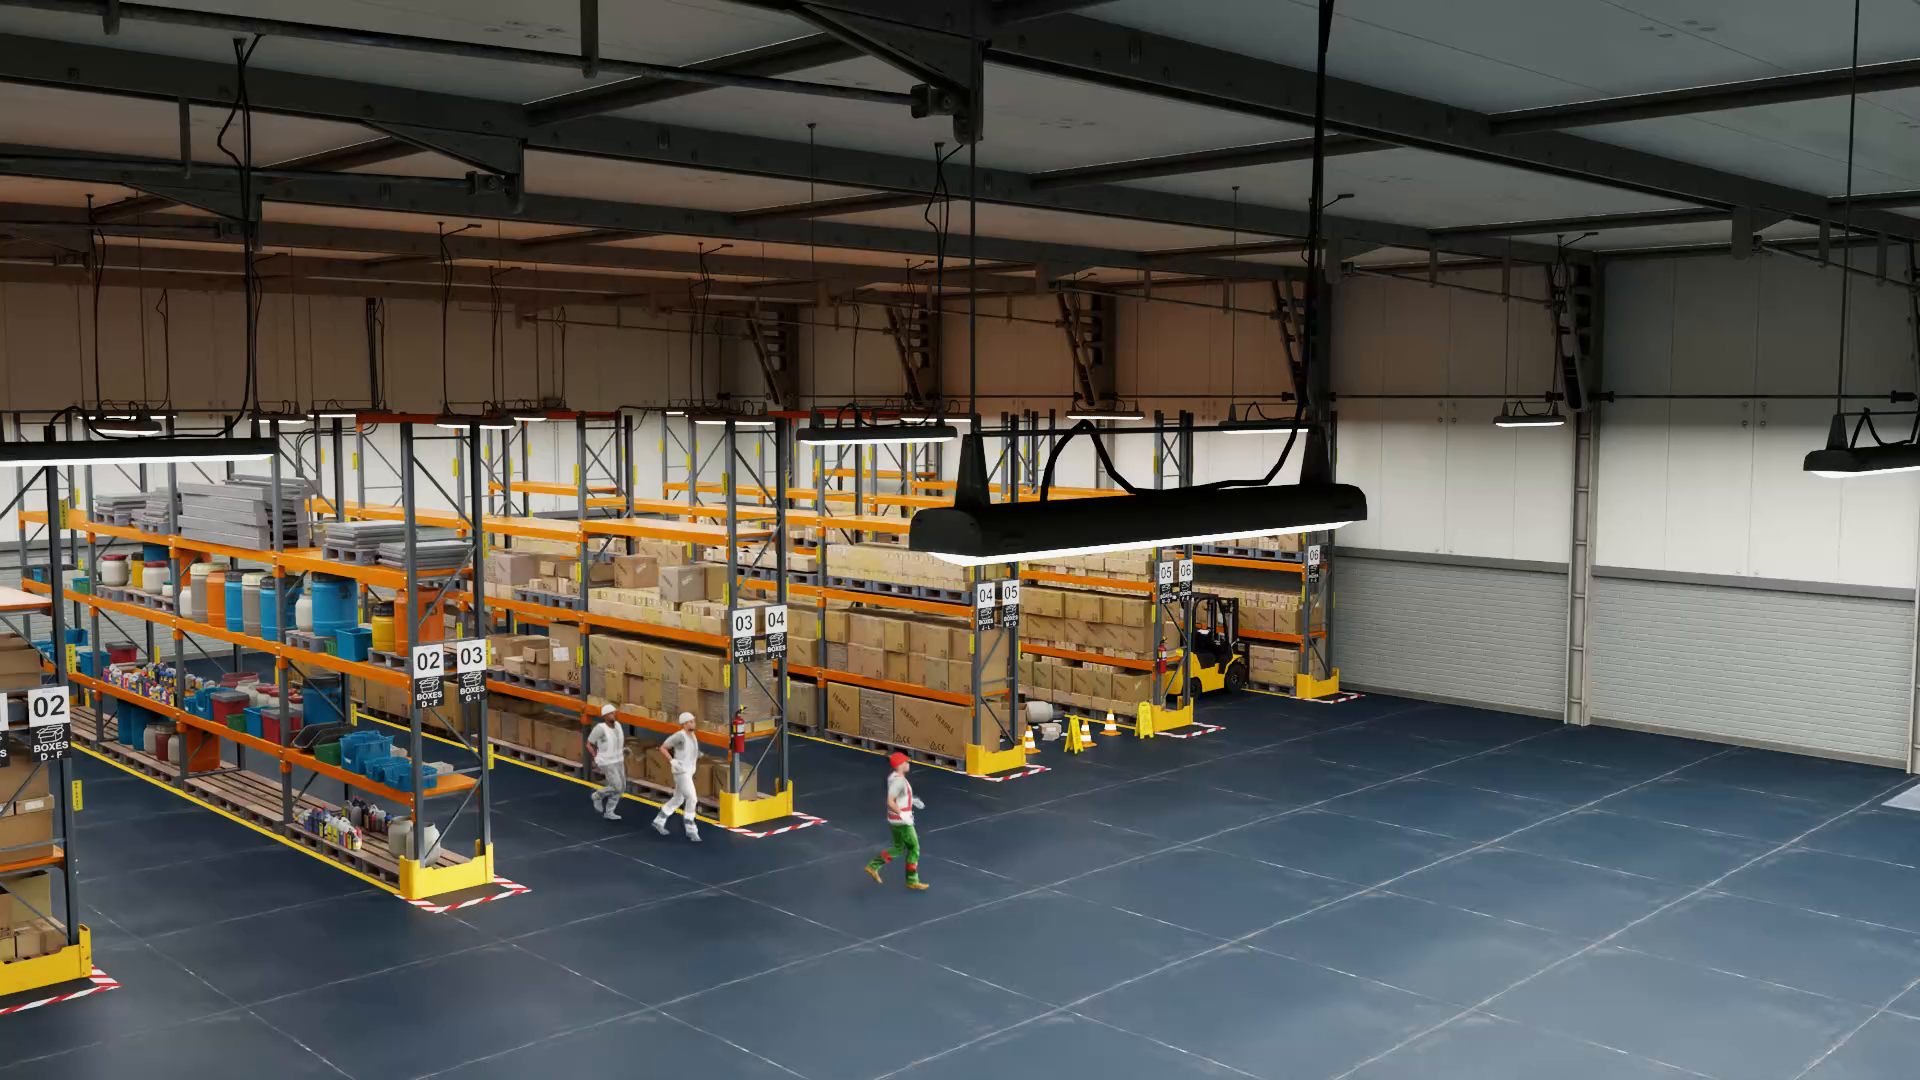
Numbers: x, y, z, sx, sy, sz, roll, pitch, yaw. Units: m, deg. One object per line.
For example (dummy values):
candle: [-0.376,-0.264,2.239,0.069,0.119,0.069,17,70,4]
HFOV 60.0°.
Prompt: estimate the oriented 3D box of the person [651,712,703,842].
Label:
person: [-4.004,3.386,23.918,0.823,1.831,0.657,1,5,13]

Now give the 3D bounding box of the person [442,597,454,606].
person: [-12.199,2.092,38.884,0.773,1.712,0.964,1,5,13]

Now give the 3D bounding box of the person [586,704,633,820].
person: [-5.194,3.312,24.786,0.594,1.732,0.675,3,6,28]

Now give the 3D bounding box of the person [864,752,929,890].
person: [-0.807,3.594,21.249,0.828,1.778,0.677,-1,5,-10]

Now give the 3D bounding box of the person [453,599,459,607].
person: [-12.010,2.039,39.751,0.624,1.633,0.925,2,6,26]
